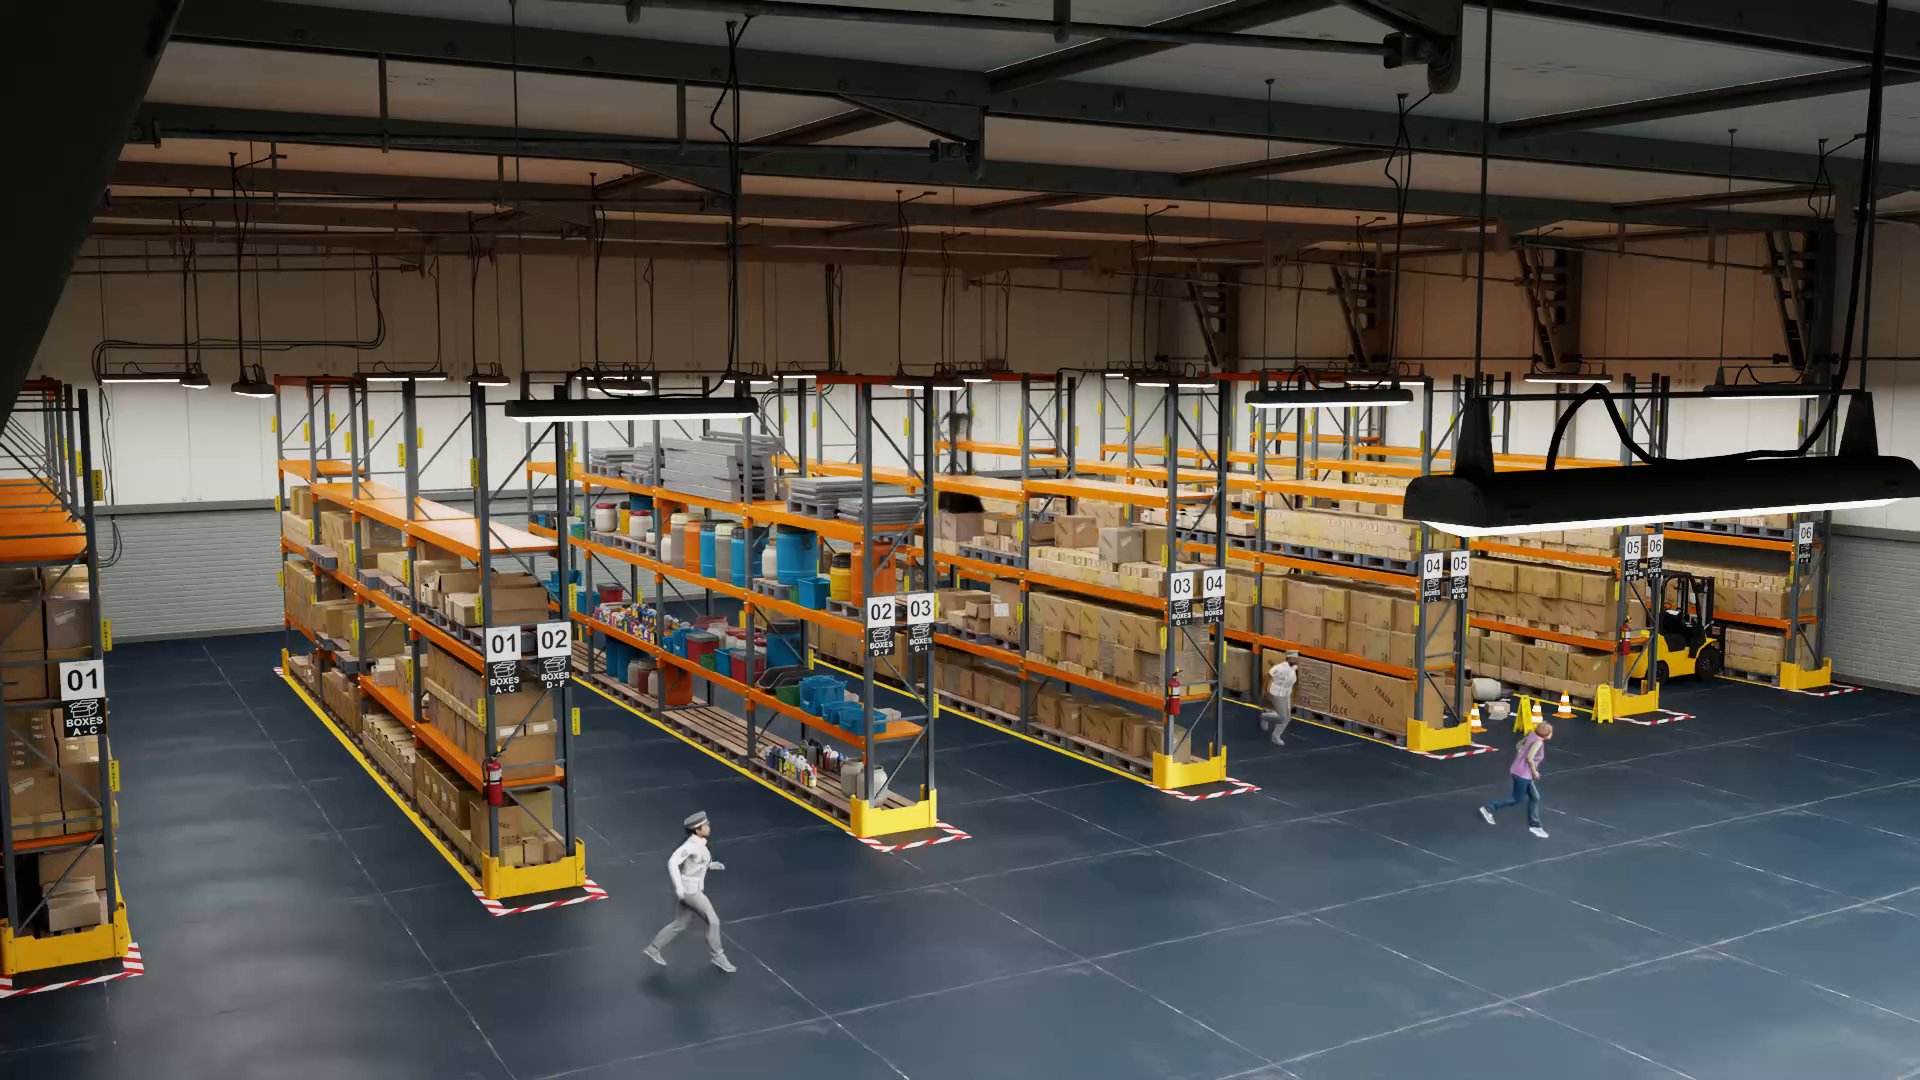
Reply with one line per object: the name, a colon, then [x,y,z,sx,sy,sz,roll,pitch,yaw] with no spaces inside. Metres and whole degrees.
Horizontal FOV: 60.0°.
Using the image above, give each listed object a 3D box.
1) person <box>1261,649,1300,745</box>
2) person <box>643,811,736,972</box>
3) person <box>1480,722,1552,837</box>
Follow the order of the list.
person: [5.277,2.562,27.368,0.563,1.619,0.701,-6,9,-43]
person: [-2.792,3.634,17.094,0.946,1.718,0.634,-1,6,-6]
person: [7.395,3.174,22.135,0.897,1.549,0.559,1,6,5]
